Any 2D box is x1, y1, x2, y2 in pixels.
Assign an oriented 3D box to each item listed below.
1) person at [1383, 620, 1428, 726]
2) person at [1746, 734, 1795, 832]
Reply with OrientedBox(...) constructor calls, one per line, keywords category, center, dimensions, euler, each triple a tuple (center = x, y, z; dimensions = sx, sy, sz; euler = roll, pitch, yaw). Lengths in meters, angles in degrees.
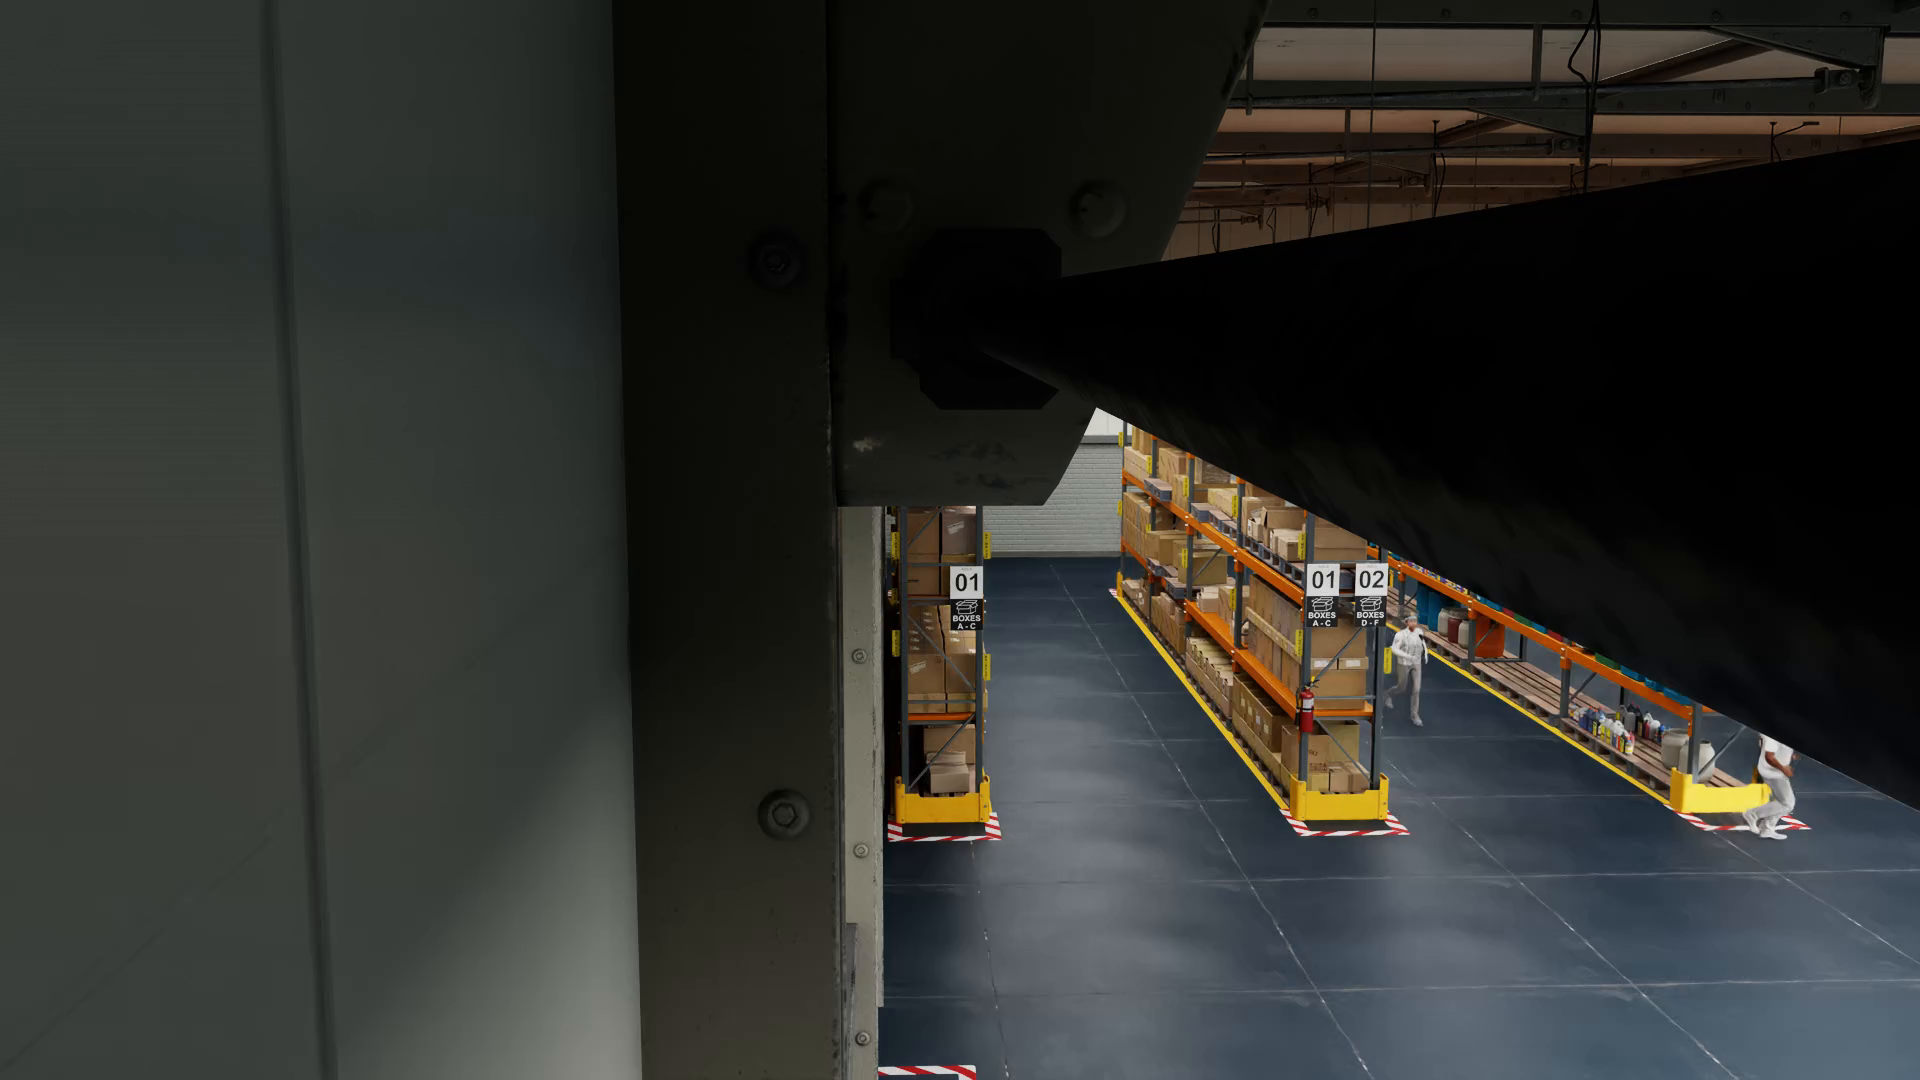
OrientedBox(category="person", center=(6.884, 1.950, 25.548), dimensions=(0.624, 1.648, 0.914), euler=(-2, 8, -11))
OrientedBox(category="person", center=(9.620, 2.834, 19.680), dimensions=(0.509, 1.386, 0.694), euler=(2, 8, 16))
